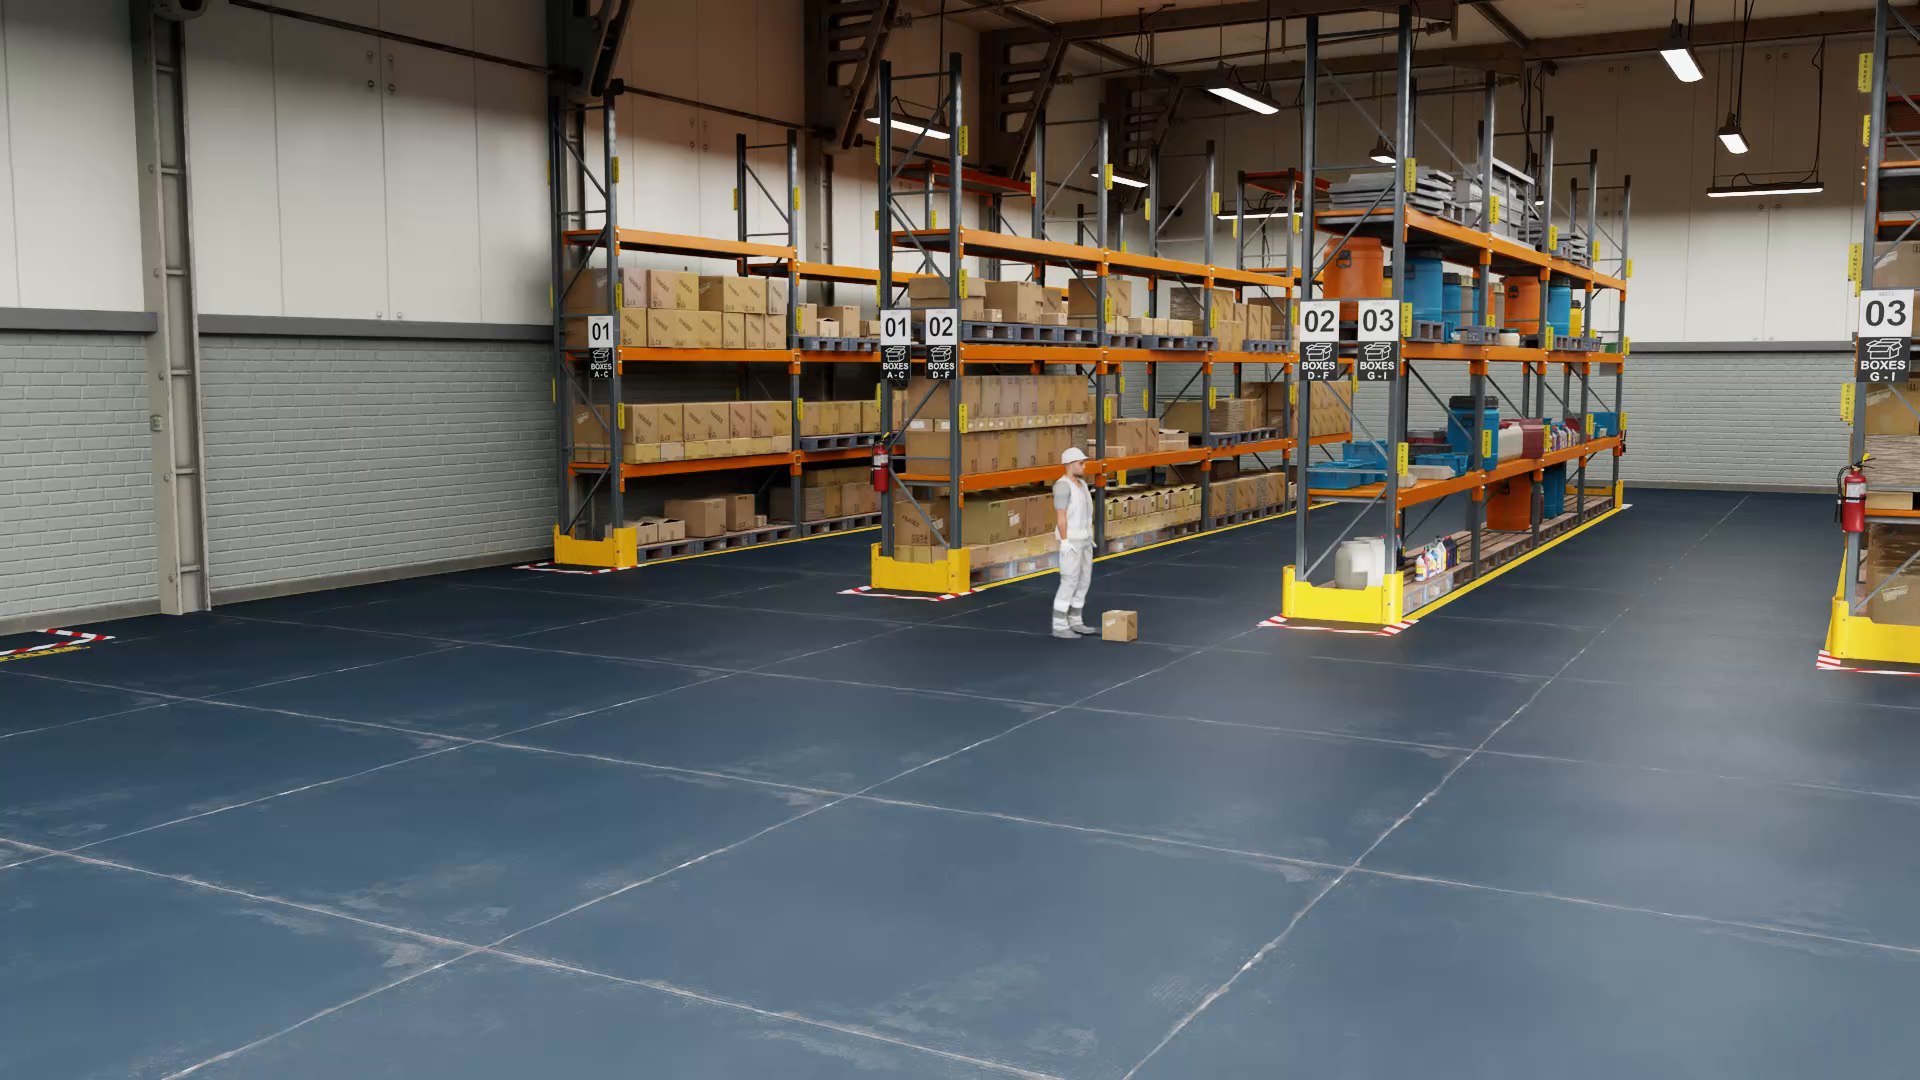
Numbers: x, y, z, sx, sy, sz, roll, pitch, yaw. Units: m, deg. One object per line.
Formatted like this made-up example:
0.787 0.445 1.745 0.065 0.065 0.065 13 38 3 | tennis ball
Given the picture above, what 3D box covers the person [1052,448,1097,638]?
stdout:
1.092 0.026 15.800 0.344 1.804 0.524 3 7 30 | person
